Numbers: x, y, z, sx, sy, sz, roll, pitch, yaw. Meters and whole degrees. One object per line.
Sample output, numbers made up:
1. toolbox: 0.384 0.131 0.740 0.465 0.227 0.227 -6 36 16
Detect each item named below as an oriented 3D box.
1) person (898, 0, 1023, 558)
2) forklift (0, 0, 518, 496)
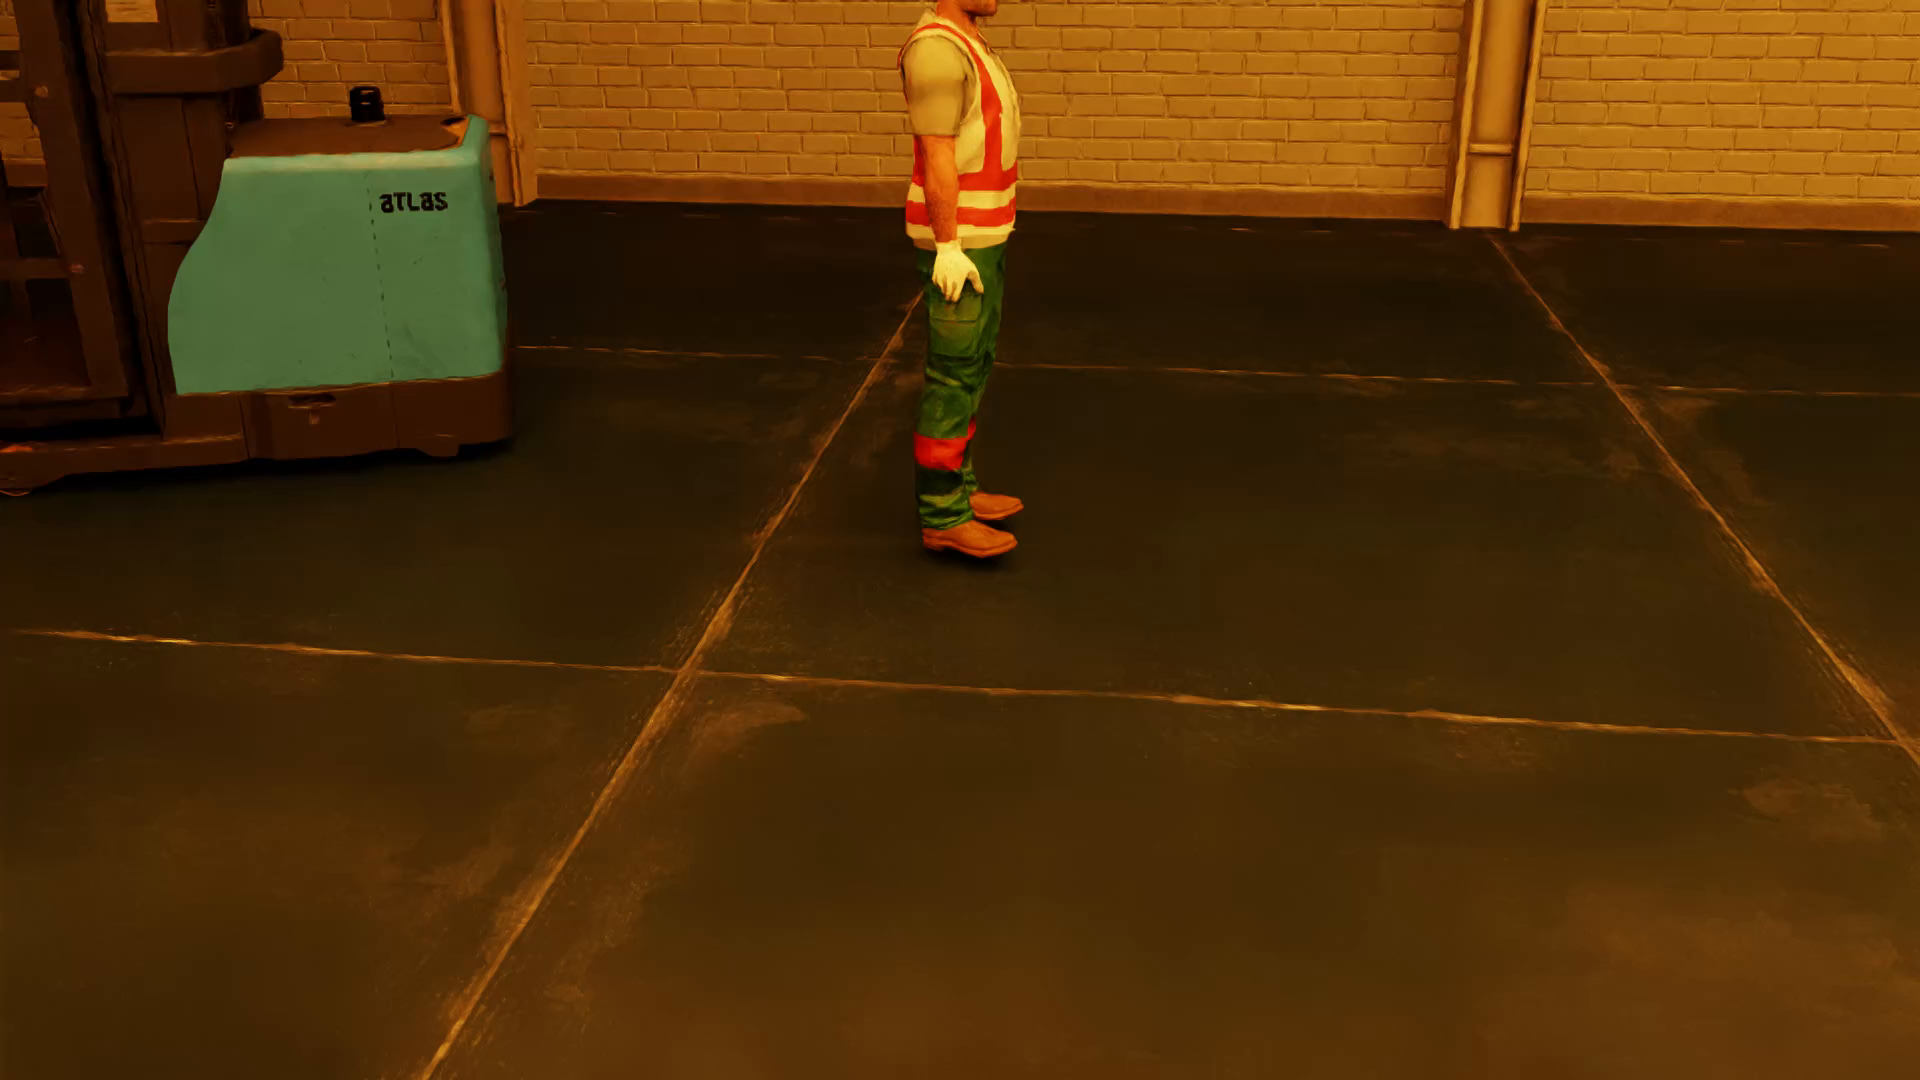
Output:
1. person: 0.021 -0.867 4.826 0.349 1.795 0.540 3 22 7
2. forklift: -3.168 -1.707 5.491 3.031 2.935 1.130 -5 22 -12
